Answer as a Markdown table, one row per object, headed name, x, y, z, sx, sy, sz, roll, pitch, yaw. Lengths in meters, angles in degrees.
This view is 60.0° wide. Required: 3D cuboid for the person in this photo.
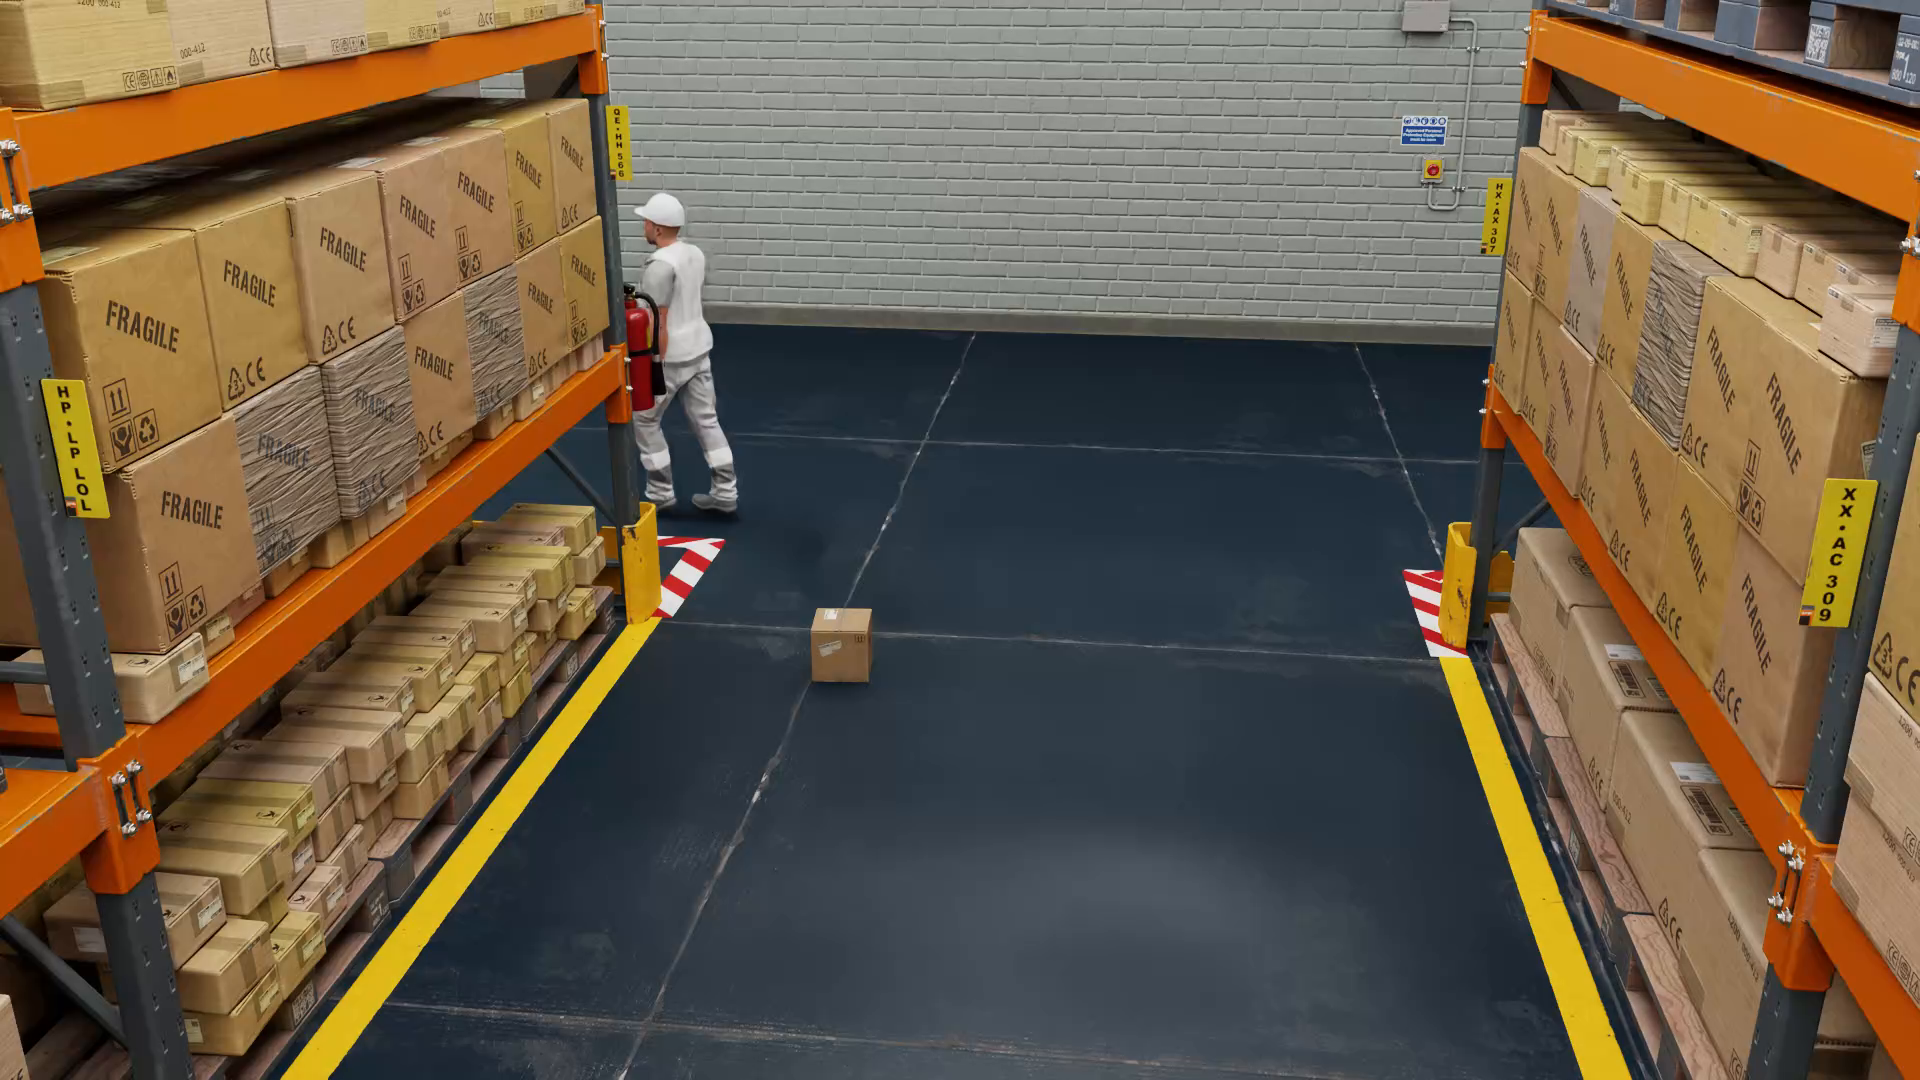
| name | x | y | z | sx | sy | sz | roll | pitch | yaw |
| --- | --- | --- | --- | --- | --- | --- | --- | --- | --- |
| person | -1.558 | -0.959 | 9.073 | 0.615 | 1.837 | 0.657 | 6 | 22 | 15 |
